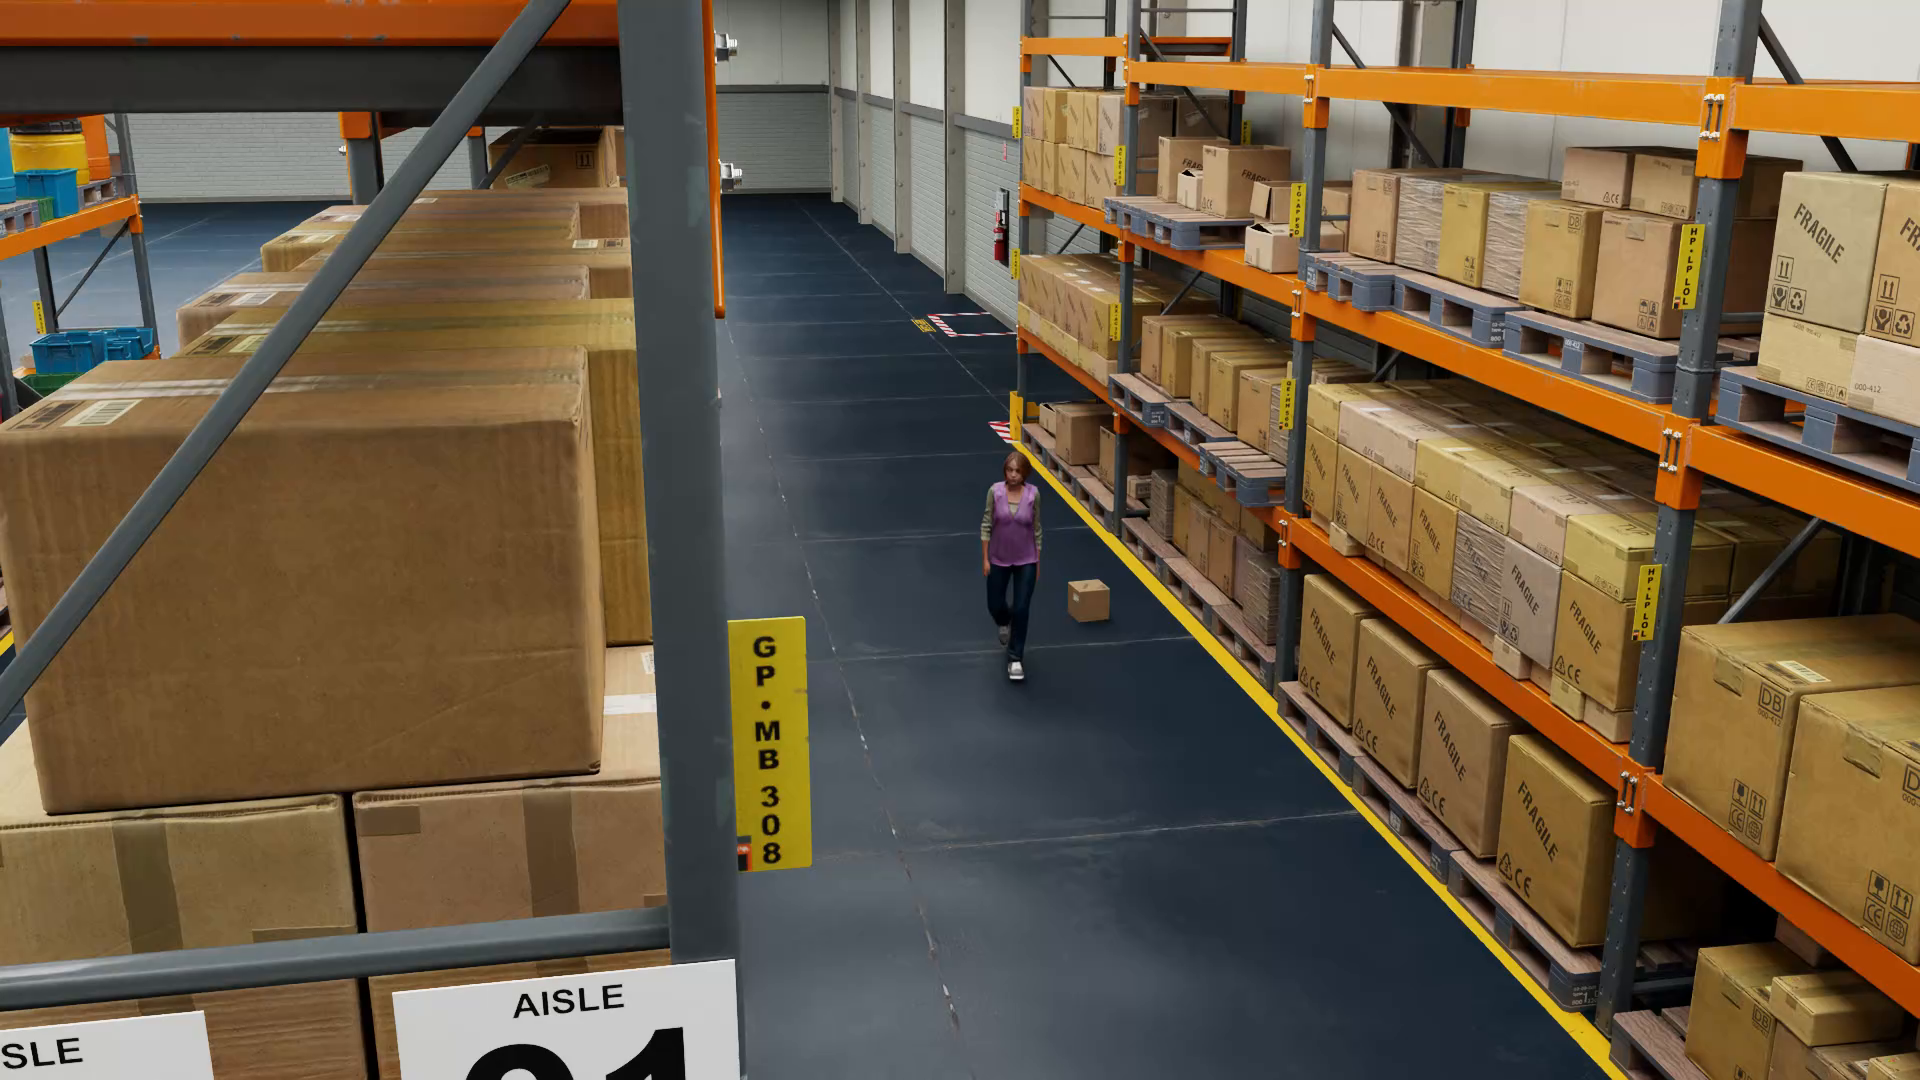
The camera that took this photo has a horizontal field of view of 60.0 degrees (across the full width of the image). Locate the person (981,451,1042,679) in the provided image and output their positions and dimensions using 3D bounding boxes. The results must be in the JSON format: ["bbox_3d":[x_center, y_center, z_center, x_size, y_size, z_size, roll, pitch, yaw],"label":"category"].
[{"bbox_3d":[0.360,0.131,11.557,0.424,1.578,0.660,1,17,4],"label":"person"}]
